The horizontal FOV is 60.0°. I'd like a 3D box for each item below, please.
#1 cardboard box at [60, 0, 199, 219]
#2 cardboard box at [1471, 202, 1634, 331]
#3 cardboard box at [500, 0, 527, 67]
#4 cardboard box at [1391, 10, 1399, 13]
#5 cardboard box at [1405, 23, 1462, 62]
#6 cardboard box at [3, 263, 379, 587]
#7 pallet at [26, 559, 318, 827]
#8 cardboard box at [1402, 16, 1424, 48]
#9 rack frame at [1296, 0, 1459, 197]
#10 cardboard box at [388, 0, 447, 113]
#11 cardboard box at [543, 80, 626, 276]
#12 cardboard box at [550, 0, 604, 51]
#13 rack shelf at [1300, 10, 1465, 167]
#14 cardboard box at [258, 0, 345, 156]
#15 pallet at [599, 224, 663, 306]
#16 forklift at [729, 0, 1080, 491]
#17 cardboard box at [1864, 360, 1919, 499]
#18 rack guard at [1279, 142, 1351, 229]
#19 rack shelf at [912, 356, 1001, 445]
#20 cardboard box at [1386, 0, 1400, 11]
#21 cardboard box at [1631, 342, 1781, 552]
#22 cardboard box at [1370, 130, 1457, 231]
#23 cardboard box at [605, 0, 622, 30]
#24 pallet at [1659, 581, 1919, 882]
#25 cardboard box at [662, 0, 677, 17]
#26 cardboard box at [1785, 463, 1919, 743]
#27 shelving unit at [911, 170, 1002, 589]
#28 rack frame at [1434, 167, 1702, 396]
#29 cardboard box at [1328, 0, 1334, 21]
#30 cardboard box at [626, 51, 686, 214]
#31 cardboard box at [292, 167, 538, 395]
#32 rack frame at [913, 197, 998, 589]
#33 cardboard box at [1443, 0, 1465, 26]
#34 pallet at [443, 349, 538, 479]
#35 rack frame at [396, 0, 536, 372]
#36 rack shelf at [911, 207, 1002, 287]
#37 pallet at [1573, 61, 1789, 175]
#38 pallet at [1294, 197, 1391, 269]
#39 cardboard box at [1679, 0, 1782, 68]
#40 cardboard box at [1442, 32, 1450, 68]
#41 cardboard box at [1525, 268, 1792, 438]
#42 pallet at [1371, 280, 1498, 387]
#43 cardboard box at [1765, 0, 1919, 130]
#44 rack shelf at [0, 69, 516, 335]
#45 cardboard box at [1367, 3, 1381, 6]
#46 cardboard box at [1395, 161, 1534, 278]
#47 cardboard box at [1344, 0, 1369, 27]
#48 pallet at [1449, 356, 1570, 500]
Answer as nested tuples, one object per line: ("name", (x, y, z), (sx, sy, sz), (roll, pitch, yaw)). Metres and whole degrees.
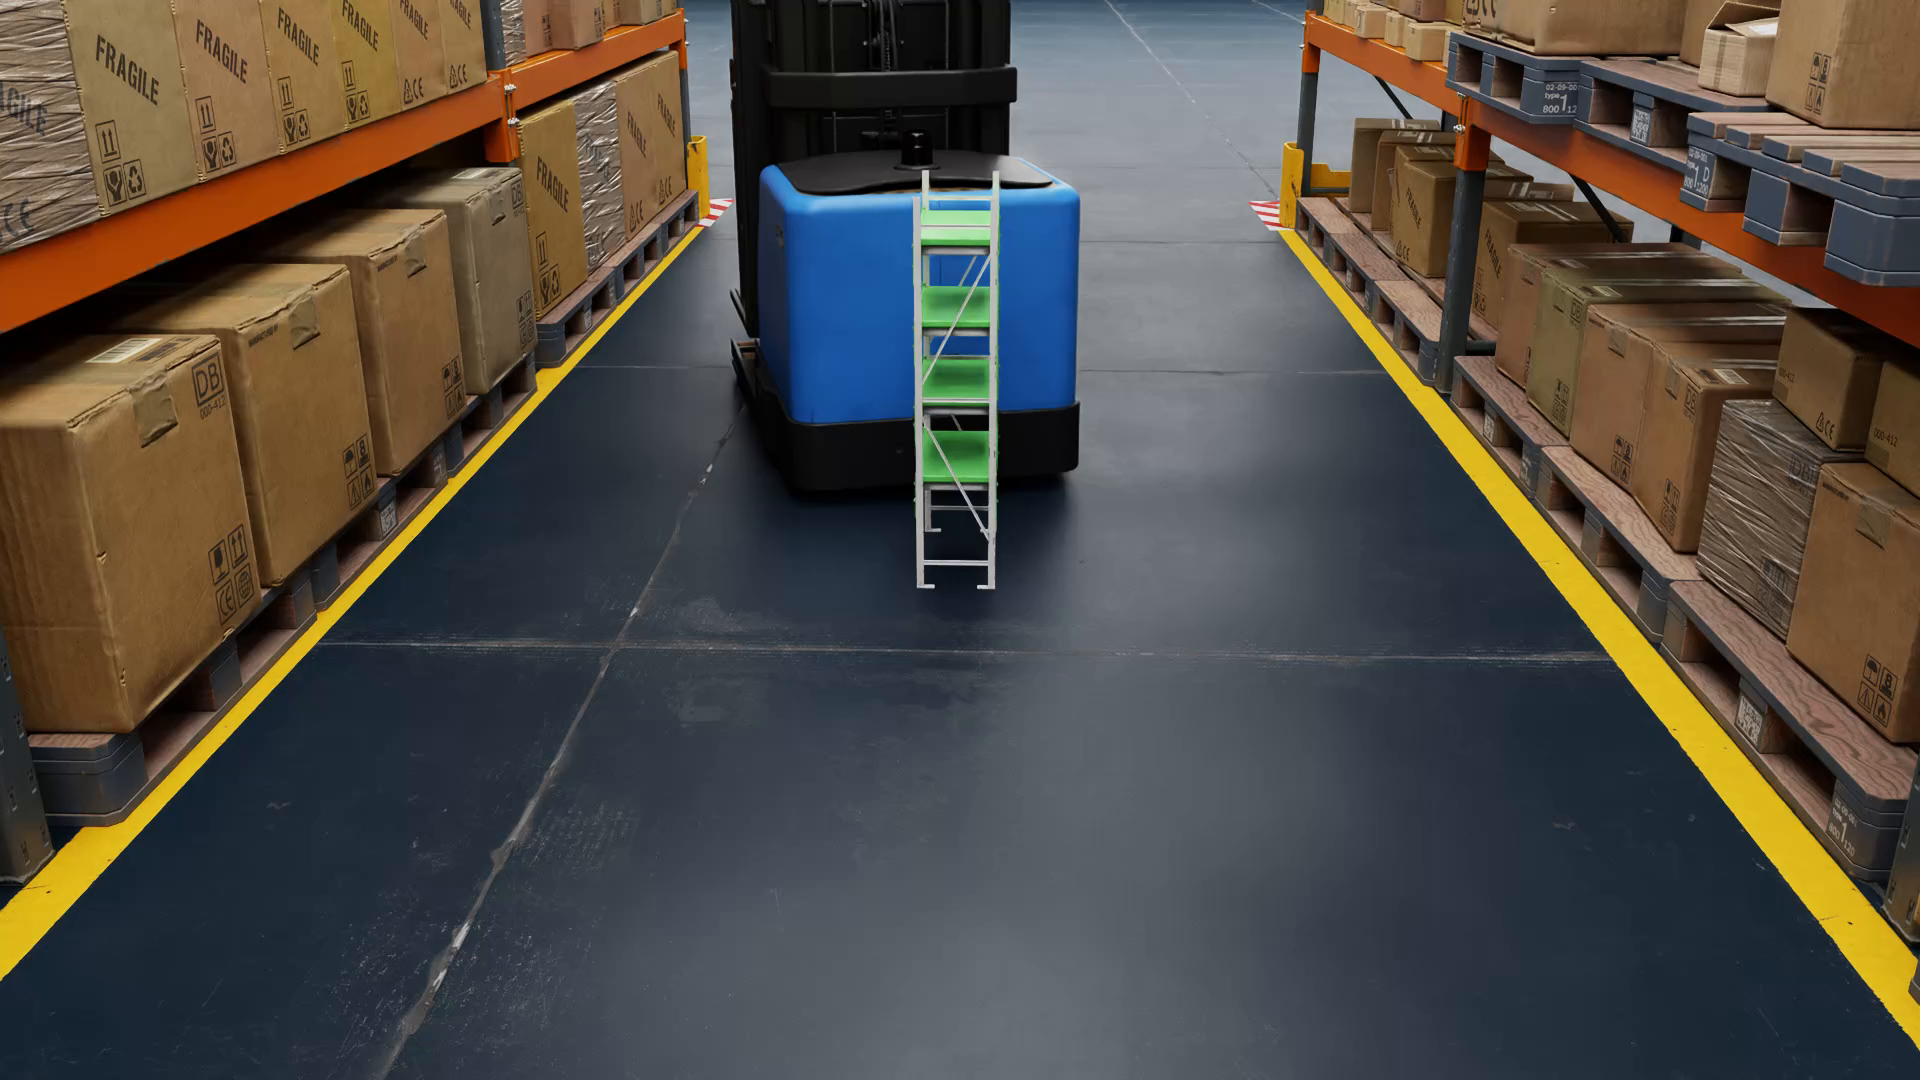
("cardboard box", (-2.222, -1.066, 3.991), (0.500, 0.500, 0.500), (0, 21, 1))
("cardboard box", (2.610, -1.206, 7.365), (0.500, 0.500, 0.500), (0, 21, 0))
("cardboard box", (-2.398, -2.326, 7.169), (0.875, 0.550, 0.550), (1, 21, 2))
("cardboard box", (2.415, -2.627, 8.499), (0.380, 0.149, 0.250), (1, 21, 2))
("cardboard box", (2.251, -2.267, 7.571), (0.380, 0.149, 0.250), (1, 21, 2))
("cardboard box", (-2.387, -0.358, 4.835), (1.050, 0.750, 0.750), (1, 21, 2))
("pallet", (-2.419, 0.340, 4.361), (1.003, 0.211, 1.213), (1, 21, 2))
("cardboard box", (2.358, -2.446, 8.034), (0.380, 0.149, 0.250), (1, 21, 2))
("rack frame", (2.679, -3.477, 10.344), (1.000, 3.000, 0.127), (1, 21, 2))
("cardboard box", (-2.161, -1.794, 5.869), (0.500, 0.500, 0.500), (0, 21, 1))
("cardboard box", (-2.284, -1.880, 8.584), (0.875, 0.875, 0.875), (1, 21, 2))
("cardboard box", (-2.269, -2.719, 8.182), (0.875, 0.550, 0.550), (1, 21, 2))
("rack shelf", (2.619, -2.419, 8.611), (1.077, 0.370, 4.000), (1, 21, 2))
("cardboard box", (-2.189, -1.428, 4.925), (0.500, 0.500, 0.500), (0, 21, 1))
("pallet", (-2.261, -1.538, 9.202), (1.003, 0.211, 1.213), (1, 21, 2))
("forklift", (-0.397, -2.038, 6.728), (1.130, 2.935, 3.031), (-5, 22, -12))
("cardboard box", (2.427, -0.217, 3.752), (0.500, 0.250, 0.500), (1, 21, 4))
("rack guard", (2.677, -2.284, 10.726), (1.175, 0.500, 0.348), (1, 21, 2))
("rack shelf", (-0.005, -0.440, 5.181), (0.258, 0.148, 0.480), (1, 21, 2))
("cardboard box", (2.655, -2.921, 8.361), (0.875, 0.500, 0.500), (1, 21, 2))
("cardboard box", (2.451, -0.273, 4.933), (0.700, 0.500, 0.500), (2, 21, 6))
("cardboard box", (2.660, -2.066, 9.581), (0.500, 0.500, 0.500), (6, 22, 16))
("cardboard box", (-2.379, -3.103, 9.173), (0.875, 0.550, 0.550), (1, 21, 2))
("pallet", (2.461, 0.433, 4.122), (1.003, 0.211, 1.213), (1, 21, 2))
("cardboard box", (-2.241, -3.504, 10.205), (0.875, 0.550, 0.550), (1, 21, 2))
("cardboard box", (2.437, 0.133, 3.887), (0.700, 0.500, 0.500), (0, 21, -1))
("shelving unit", (-0.005, -0.500, 5.158), (0.258, 1.200, 0.503), (1, 21, 2))
("rack frame", (2.558, -2.031, 6.617), (1.000, 3.000, 0.127), (1, 21, 2))
("cardboard box", (2.406, -3.170, 9.898), (0.380, 0.149, 0.250), (1, 21, 2))
("cardboard box", (-2.230, -2.528, 10.254), (0.875, 0.875, 0.875), (1, 21, 2))
("cardboard box", (-2.326, -1.044, 6.602), (1.050, 0.750, 0.750), (1, 21, 1))
("rack frame", (-0.012, -0.411, 4.930), (0.240, 1.200, 0.015), (1, 21, 2))
("cardboard box", (2.684, -2.559, 7.427), (0.875, 0.500, 0.500), (1, 21, 2))
("pallet", (-2.345, -0.542, 6.635), (1.003, 0.211, 1.213), (1, 21, 2))
("rack frame", (-2.397, -2.122, 6.852), (1.000, 3.000, 0.127), (1, 21, 2))
("rack shelf", (-0.005, -0.887, 5.007), (0.258, 0.148, 0.480), (1, 21, 2))
("pallet", (2.455, -1.212, 4.770), (1.003, 0.211, 1.213), (1, 21, 2))
("pallet", (2.617, -1.856, 10.022), (1.003, 0.211, 1.213), (1, 21, 2))
("cardboard box", (2.597, -1.647, 4.904), (0.797, 0.503, 0.637), (3, 21, 7))
("cardboard box", (2.288, -2.085, 7.104), (0.380, 0.149, 0.250), (1, 21, 2))
("cardboard box", (2.484, -0.677, 5.974), (0.700, 0.500, 0.500), (1, 21, 1))
("pallet", (2.543, -0.974, 7.748), (1.003, 0.211, 1.213), (1, 21, 2))
("cardboard box", (2.330, -1.226, 3.823), (0.700, 0.500, 0.500), (4, 22, 10))
("rack shelf", (-2.458, -1.064, 5.118), (1.077, 0.370, 4.000), (1, 21, 2))
("cardboard box", (2.401, -2.808, 8.966), (0.380, 0.149, 0.250), (1, 21, 2))
("cardboard box", (2.560, -1.638, 8.479), (0.500, 0.500, 0.500), (-1, 21, -3))
("cardboard box", (2.396, -2.989, 9.432), (0.380, 0.149, 0.250), (1, 21, 2))
("pallet", (2.536, -0.450, 6.396), (1.003, 0.211, 1.213), (1, 21, 2))
